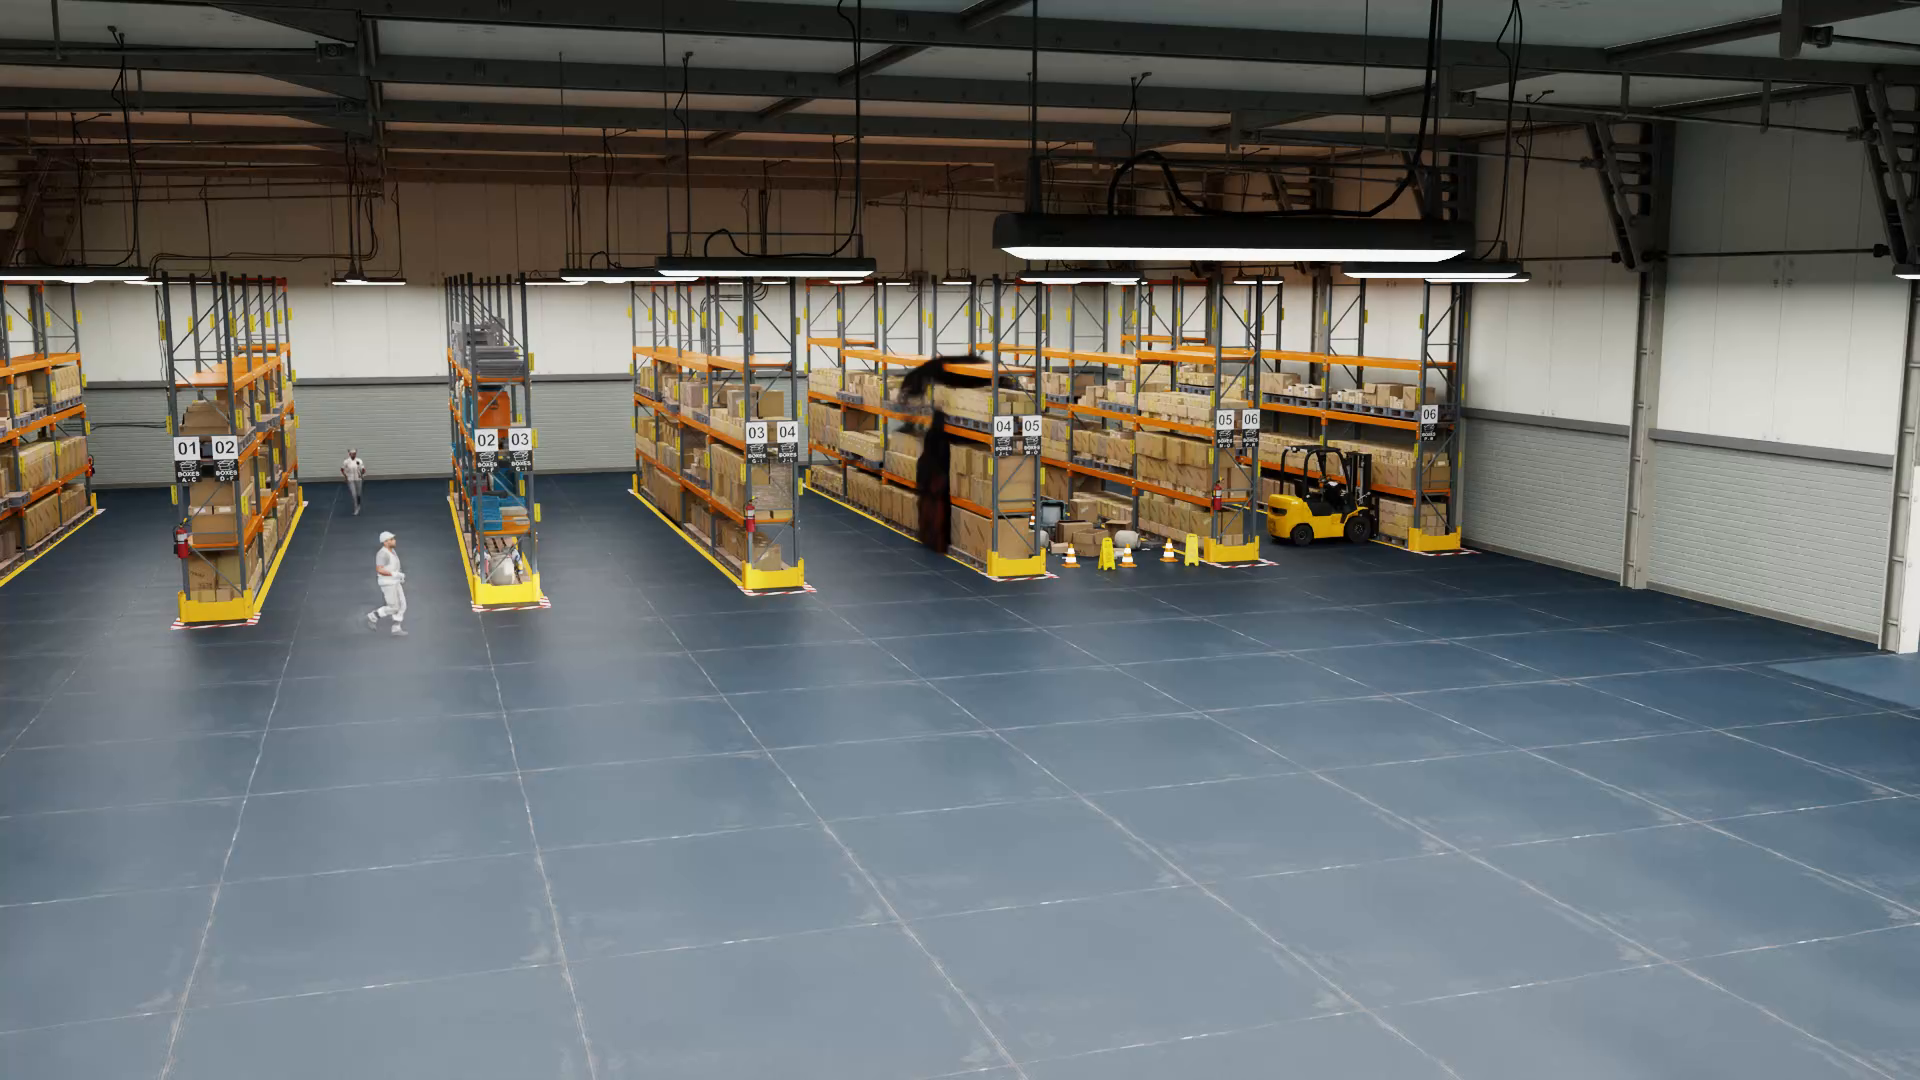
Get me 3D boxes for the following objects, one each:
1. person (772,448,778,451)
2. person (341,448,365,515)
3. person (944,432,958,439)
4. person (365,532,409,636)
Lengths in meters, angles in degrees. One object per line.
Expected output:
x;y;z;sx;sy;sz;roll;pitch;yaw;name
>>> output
-5.162;-2.215;46.768;0.651;1.783;0.810;-2;9;-14;person
-15.520;-1.517;42.567;0.585;1.695;0.727;-4;10;-26;person
-0.252;-2.882;51.064;1.025;1.759;0.705;-1;9;-5;person
-9.469;0.728;27.478;0.714;1.749;0.653;0;9;0;person
